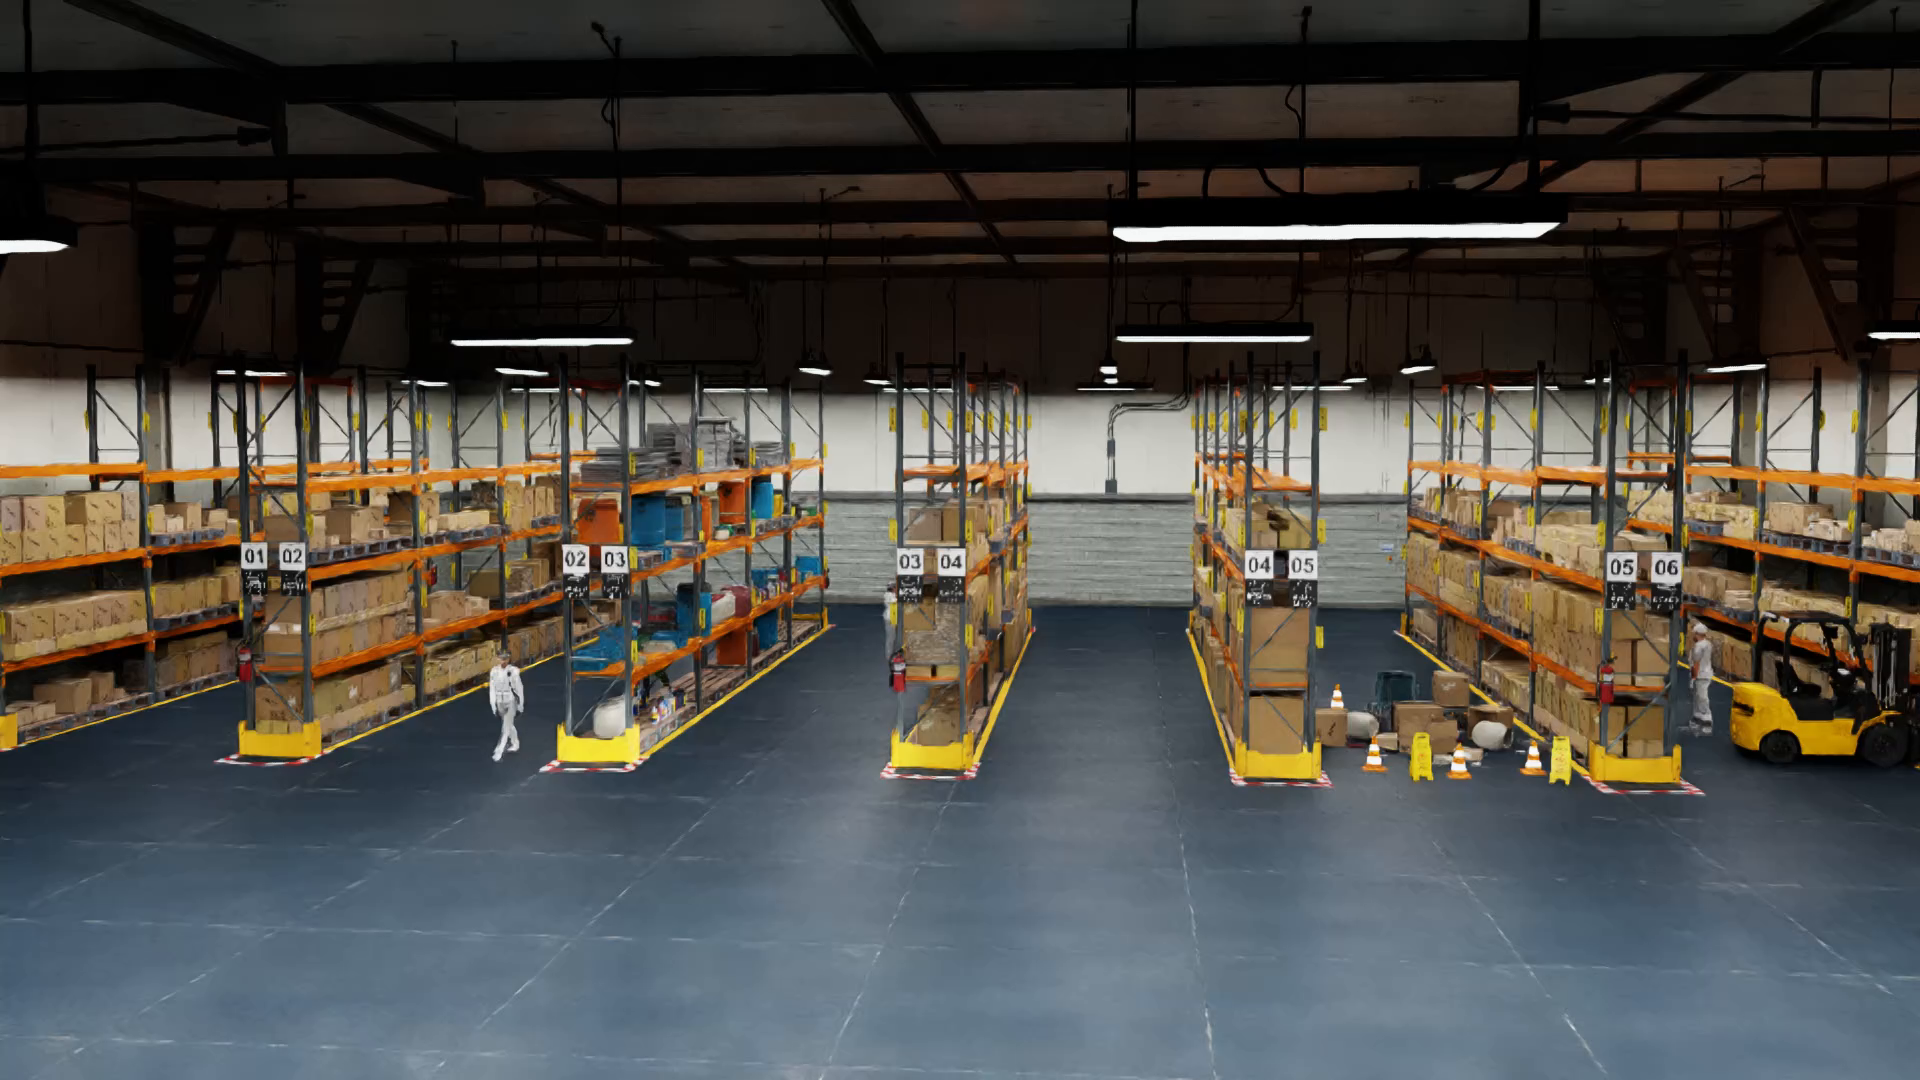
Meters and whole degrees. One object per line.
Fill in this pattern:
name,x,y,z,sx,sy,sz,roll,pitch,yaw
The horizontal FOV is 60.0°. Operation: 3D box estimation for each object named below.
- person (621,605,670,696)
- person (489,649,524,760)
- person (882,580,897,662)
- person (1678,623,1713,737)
person,-5.656,2.010,30.029,0.591,1.751,0.994,2,5,29
person,-6.784,2.408,24.800,0.483,1.609,0.998,1,4,11
person,-1.395,1.684,34.741,0.437,1.682,0.553,-2,4,-23
person,11.752,2.210,26.513,0.577,1.785,0.655,3,5,36
